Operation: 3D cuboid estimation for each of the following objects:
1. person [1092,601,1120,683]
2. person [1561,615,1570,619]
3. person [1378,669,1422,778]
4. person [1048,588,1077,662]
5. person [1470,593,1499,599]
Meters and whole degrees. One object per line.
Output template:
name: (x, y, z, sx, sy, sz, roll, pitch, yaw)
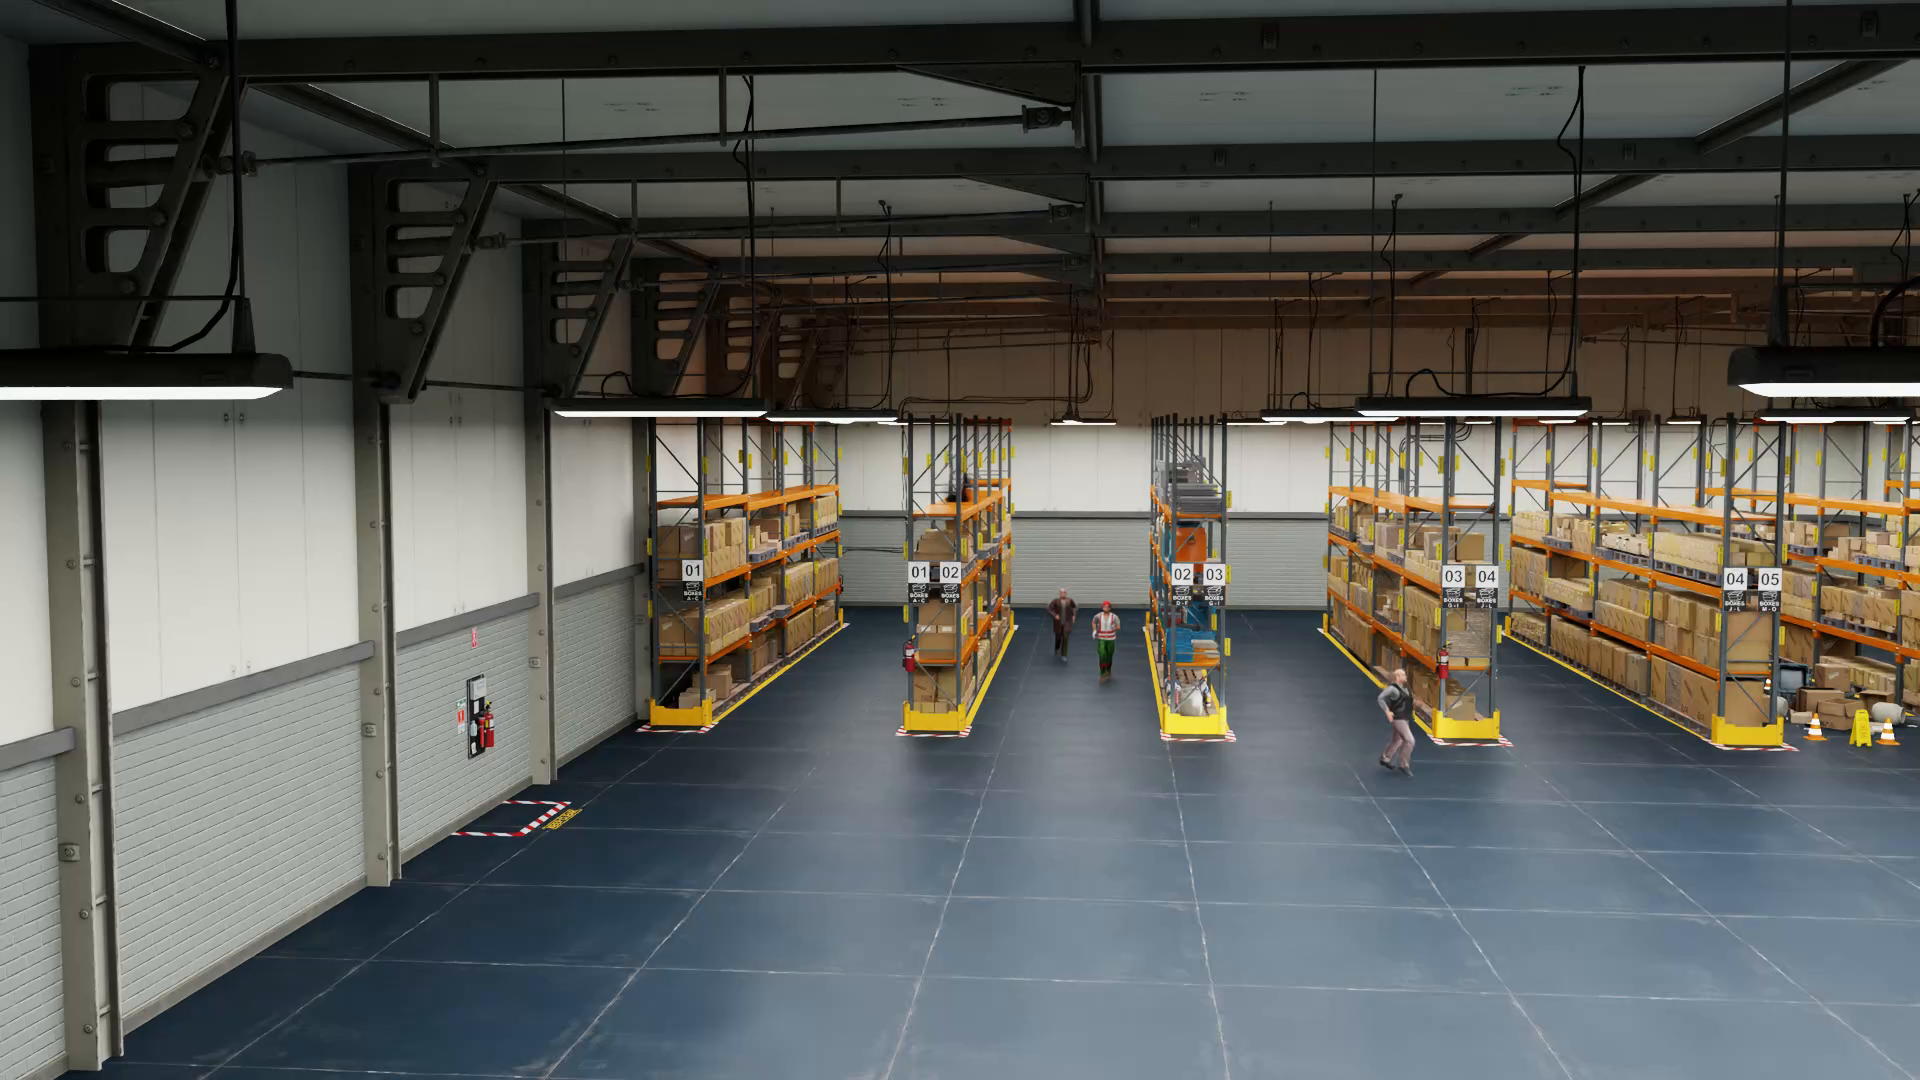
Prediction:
person: (3.319, 2.290, 37.730, 0.639, 1.840, 0.758, 0, 4, 4)
person: (17.157, 1.760, 47.006, 0.540, 1.599, 0.600, 0, 4, 1)
person: (7.262, 3.019, 27.467, 0.764, 1.786, 0.629, 3, 5, 37)
person: (2.540, 2.073, 41.161, 0.736, 1.786, 0.890, 0, 4, -2)
person: (13.738, 1.876, 43.567, 0.691, 1.802, 0.961, 1, 4, 10)
